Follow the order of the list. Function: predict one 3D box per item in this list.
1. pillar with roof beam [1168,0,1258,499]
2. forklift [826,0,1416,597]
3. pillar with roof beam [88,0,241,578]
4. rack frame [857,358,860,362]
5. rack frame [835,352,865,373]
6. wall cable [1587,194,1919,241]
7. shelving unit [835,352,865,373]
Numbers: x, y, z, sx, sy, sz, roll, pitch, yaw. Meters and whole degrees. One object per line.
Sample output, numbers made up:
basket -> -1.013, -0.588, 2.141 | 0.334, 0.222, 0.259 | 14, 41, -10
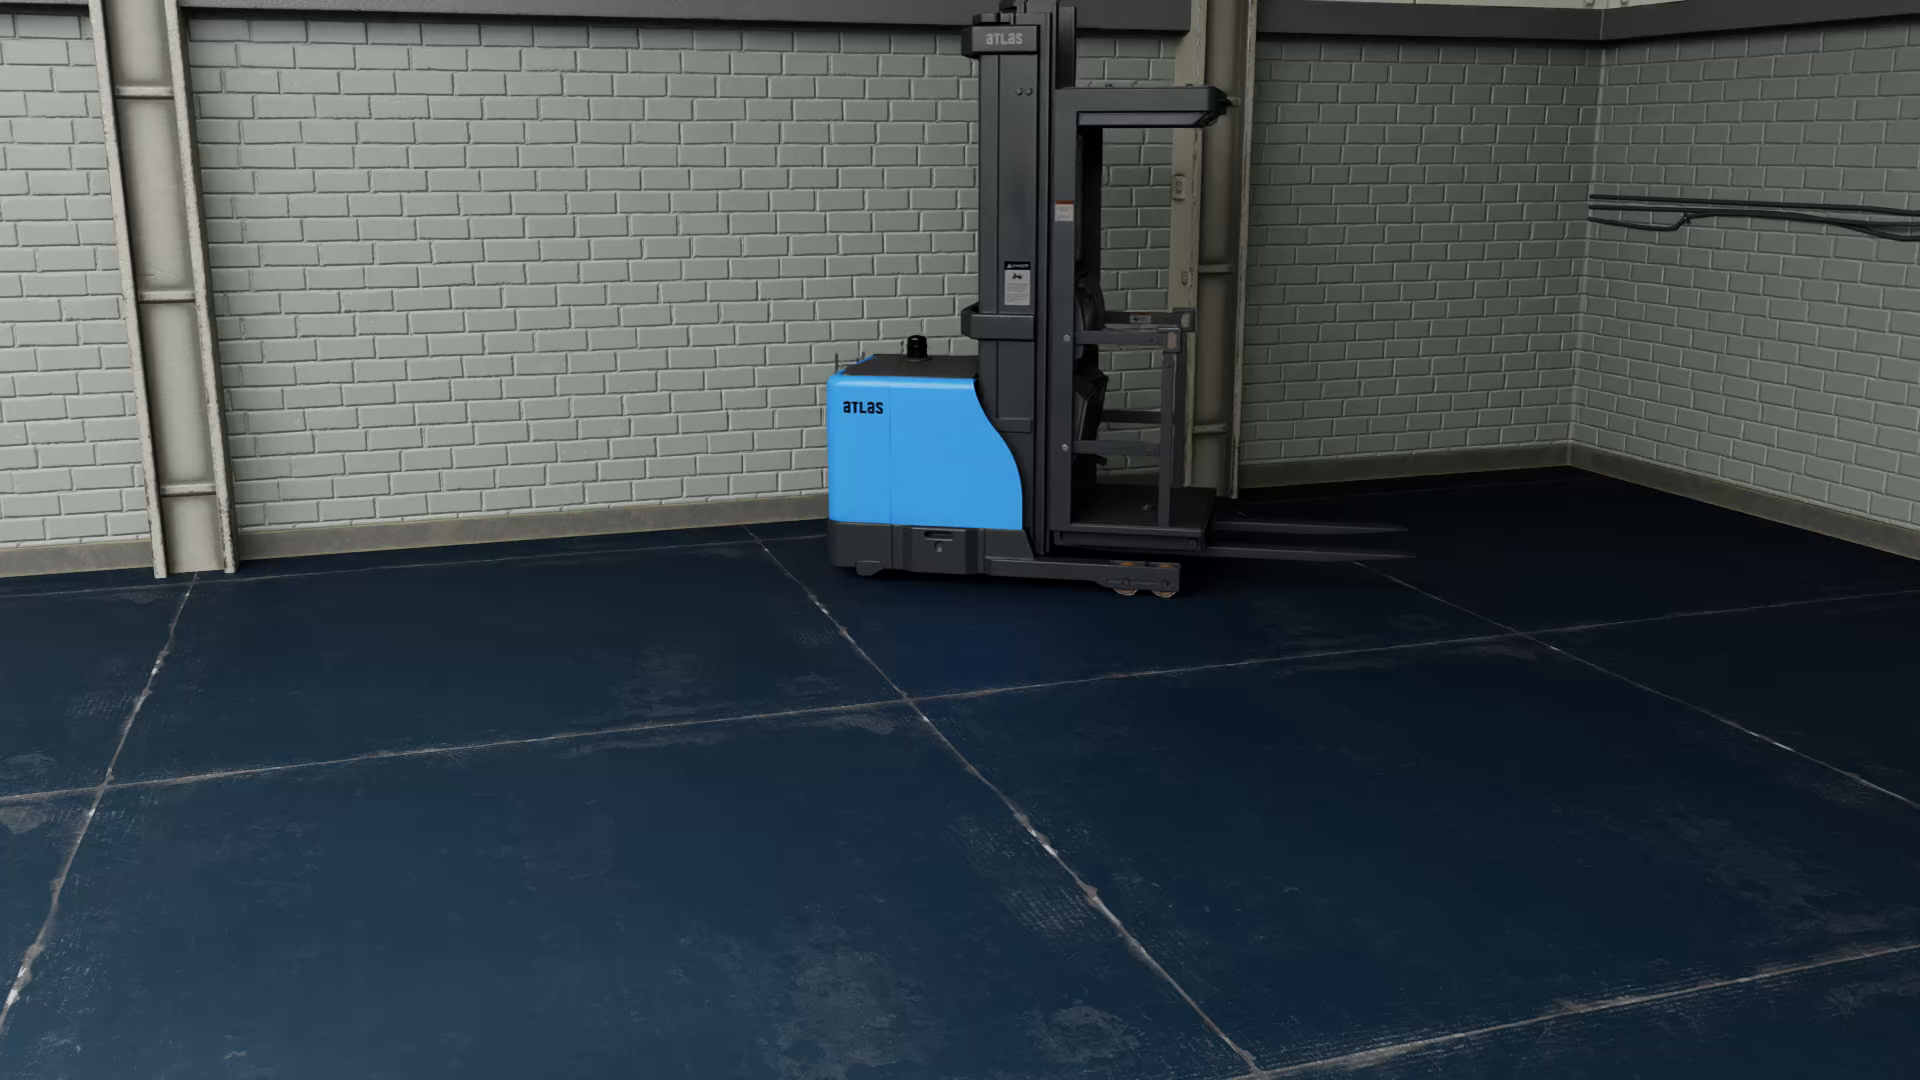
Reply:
pillar with roof beam -> 2.942, -3.723, 5.847 | 0.400, 9.000, 9.100 | -4, 14, -18
forklift -> 0.864, -1.269, 8.645 | 3.031, 2.935, 1.130 | 3, 14, 11
pillar with roof beam -> -2.745, -3.280, 3.985 | 0.400, 9.000, 9.100 | -4, 14, -18
rack frame -> -0.504, -0.535, 9.622 | 0.200, 1.050, 0.008 | -9, 16, -33
rack frame -> -0.641, -0.581, 9.818 | 0.200, 1.050, 0.008 | -9, 16, -33
wall cable -> 4.782, -3.084, 9.870 | 0.112, 2.526, 3.097 | -4, 14, -18
shelving unit -> -0.572, -0.558, 9.720 | 0.215, 1.050, 0.252 | -9, 16, -33
